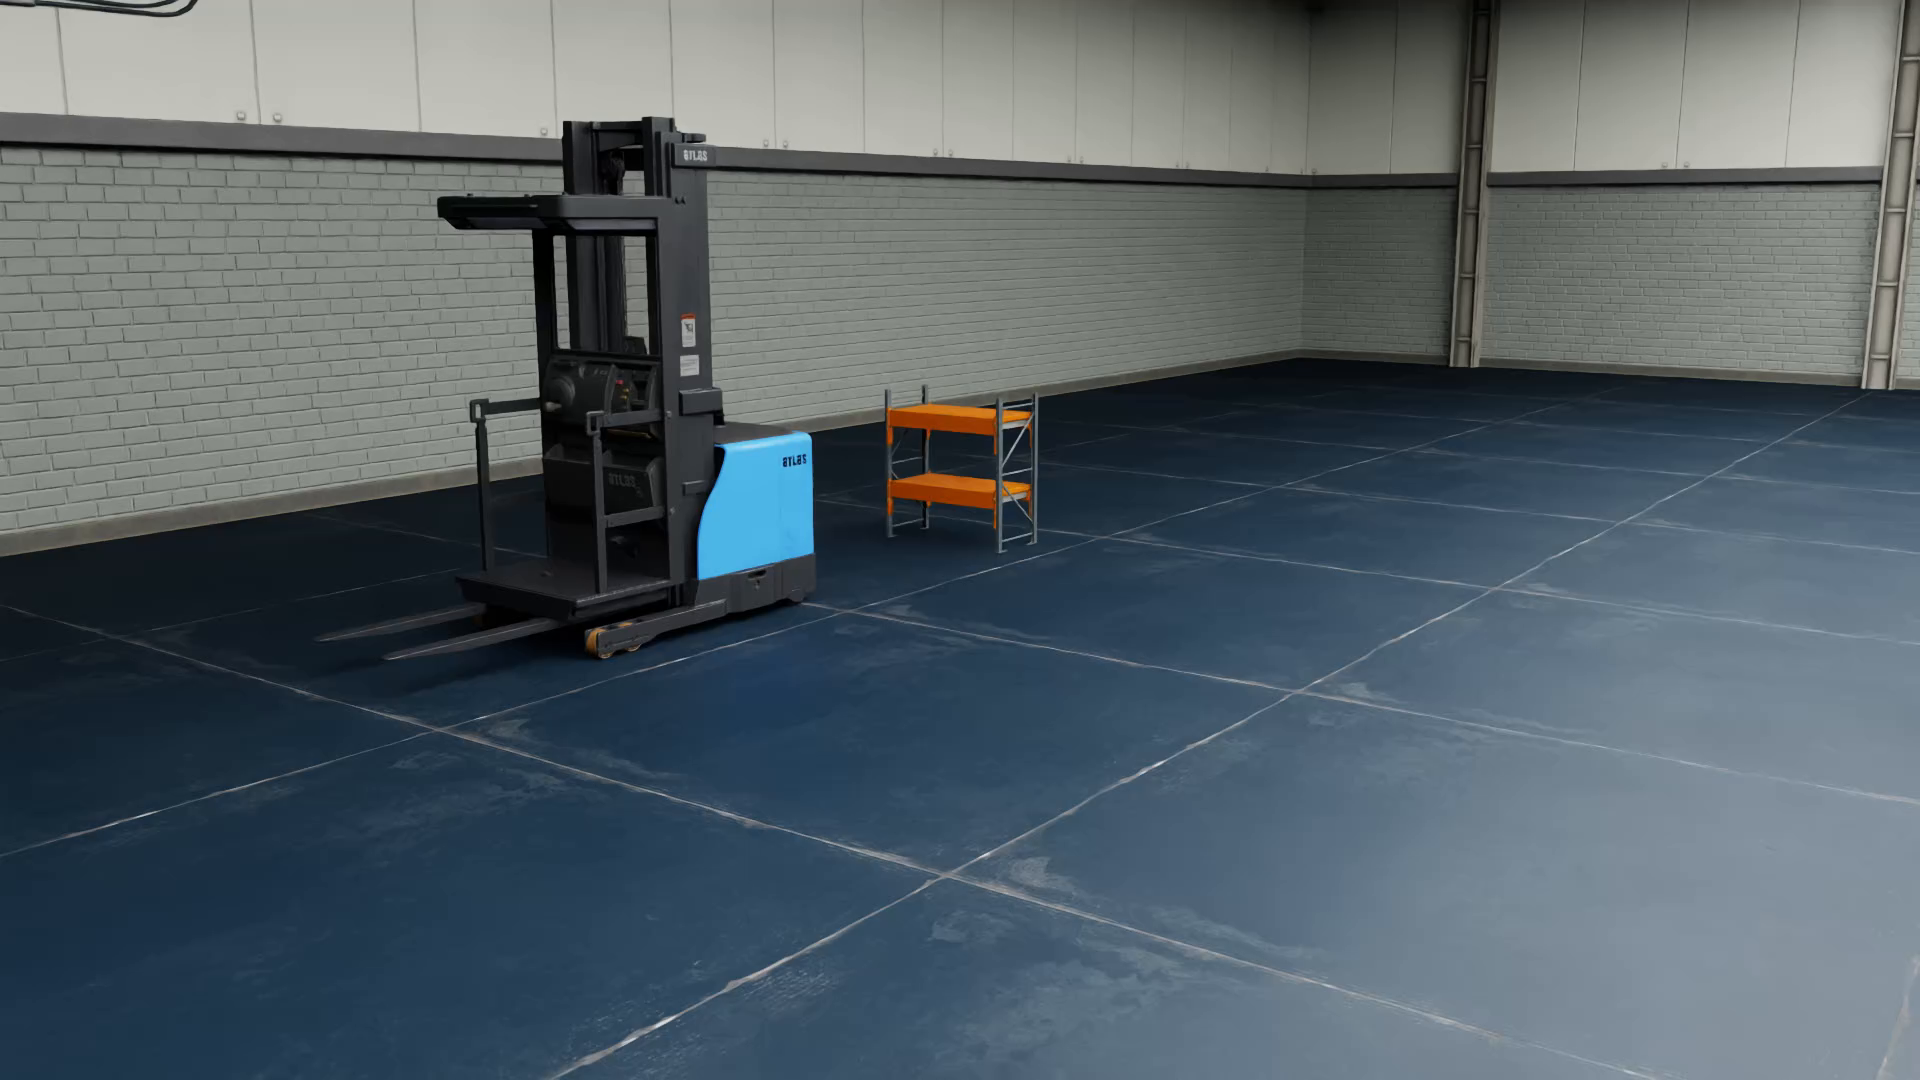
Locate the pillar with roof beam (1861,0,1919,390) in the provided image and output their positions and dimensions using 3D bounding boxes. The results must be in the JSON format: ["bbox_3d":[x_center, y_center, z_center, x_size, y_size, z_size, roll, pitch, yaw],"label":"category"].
[{"bbox_3d":[10.529,-5.917,19.424,0.400,9.000,9.100,8,13,36],"label":"pillar with roof beam"}]

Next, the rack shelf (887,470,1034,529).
[{"bbox_3d":[0.005,-0.311,12.465,1.000,0.278,0.538,8,13,36],"label":"rack shelf"}]

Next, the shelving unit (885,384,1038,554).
[{"bbox_3d":[0.005,-0.552,12.419,1.048,1.125,0.538,8,13,36],"label":"shelving unit"}]

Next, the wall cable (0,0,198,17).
[{"bbox_3d":[-6.363,-6.083,11.329,0.169,6.003,2.305,8,13,36],"label":"wall cable"}]

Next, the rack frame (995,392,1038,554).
[{"bbox_3d":[0.415,-0.494,12.124,0.032,1.125,0.500,8,13,36],"label":"rack frame"}]

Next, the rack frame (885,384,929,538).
[{"bbox_3d":[-0.404,-0.609,12.714,0.032,1.125,0.500,8,13,36],"label":"rack frame"}]

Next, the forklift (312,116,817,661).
[{"bbox_3d":[-2.200,-0.890,9.416,1.130,2.935,3.031,8,14,36],"label":"forklift"}]

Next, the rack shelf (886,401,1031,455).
[{"bbox_3d":[0.005,-0.839,12.363,1.000,0.278,0.538,8,13,36],"label":"rack shelf"}]

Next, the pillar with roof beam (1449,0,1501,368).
[{"bbox_3d":[5.693,-6.592,22.910,0.400,9.000,9.100,8,13,36],"label":"pillar with roof beam"}]
